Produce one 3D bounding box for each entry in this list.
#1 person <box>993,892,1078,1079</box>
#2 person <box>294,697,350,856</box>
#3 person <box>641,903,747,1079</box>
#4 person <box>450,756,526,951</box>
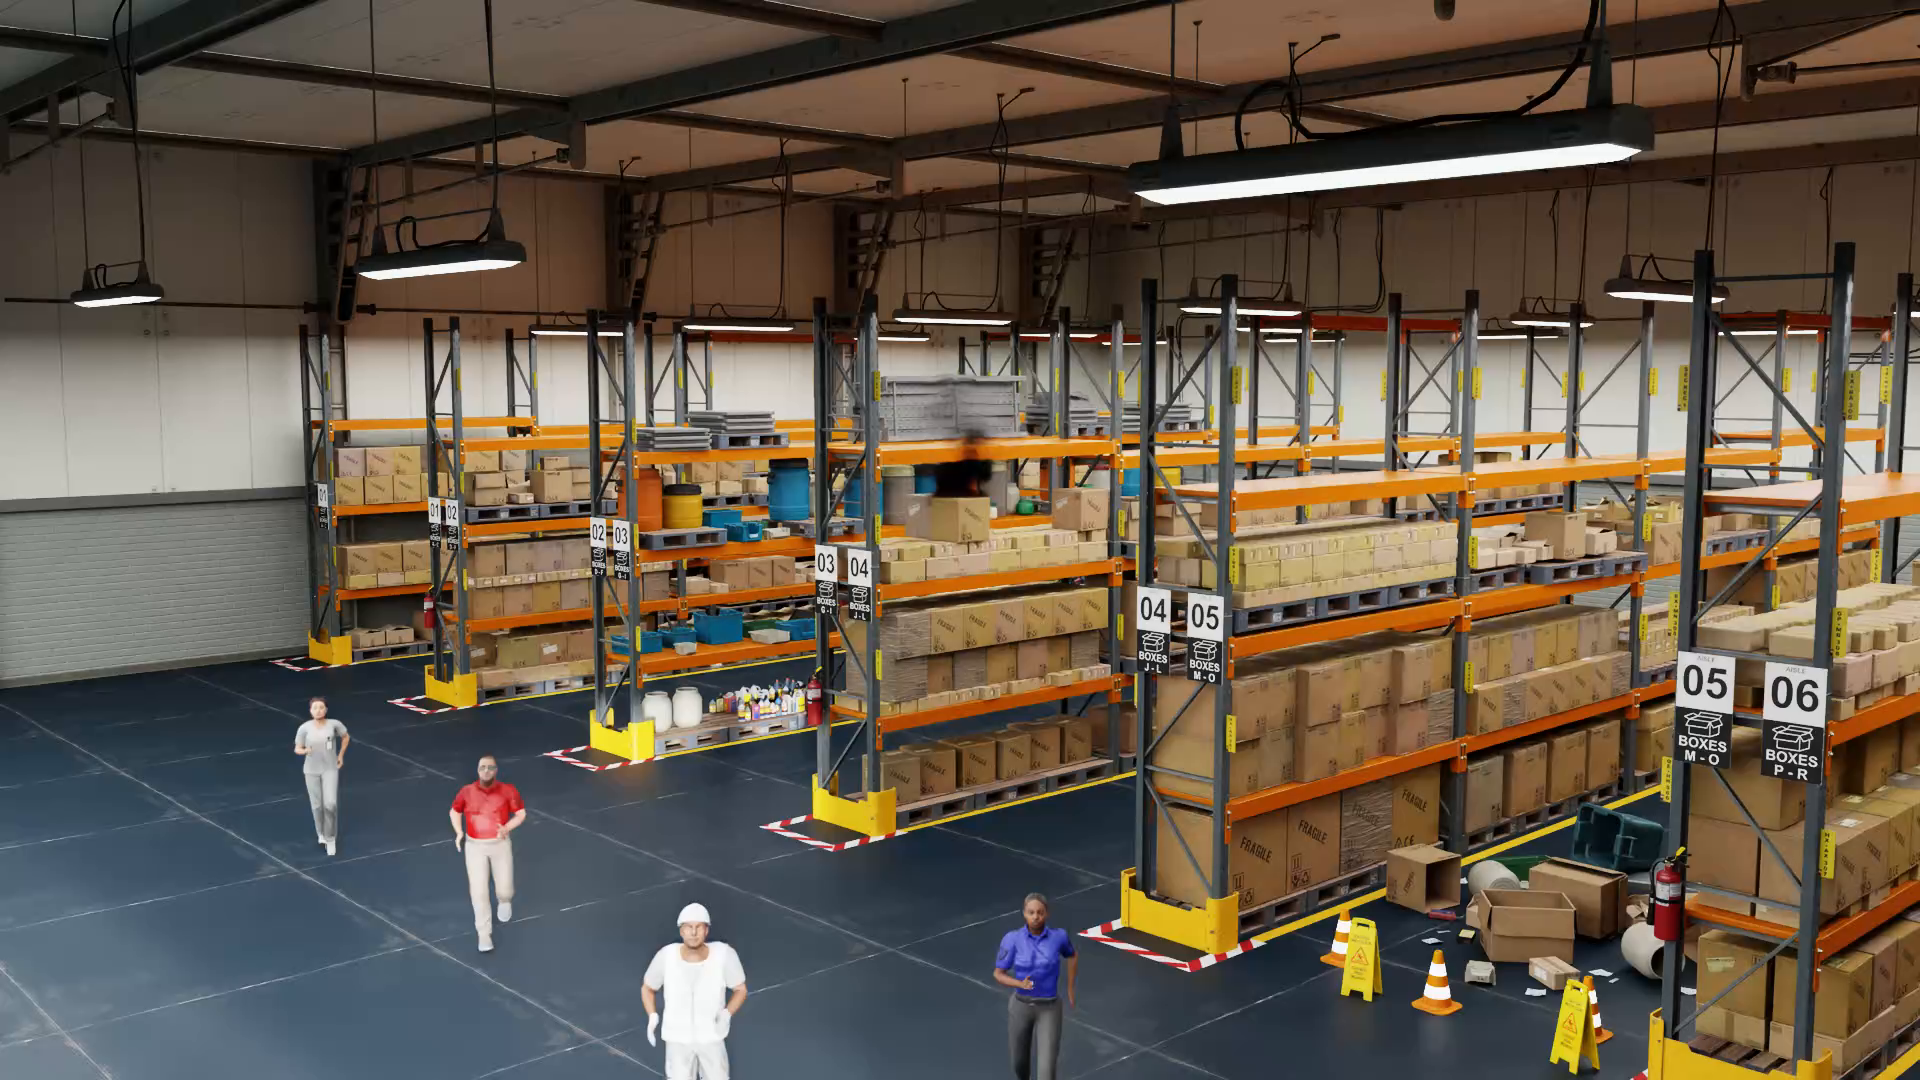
[{"bbox_3d":[0.503,3.190,11.246,0.552,1.643,0.939,0,6,3],"label":"person"},{"bbox_3d":[-6.863,2.531,17.903,0.544,1.704,0.691,-2,6,-16],"label":"person"},{"bbox_3d":[-1.724,3.213,10.799,0.690,1.740,0.755,-1,6,-7],"label":"person"},{"bbox_3d":[-4.288,2.802,15.123,0.675,1.681,0.830,-1,6,-13],"label":"person"}]
